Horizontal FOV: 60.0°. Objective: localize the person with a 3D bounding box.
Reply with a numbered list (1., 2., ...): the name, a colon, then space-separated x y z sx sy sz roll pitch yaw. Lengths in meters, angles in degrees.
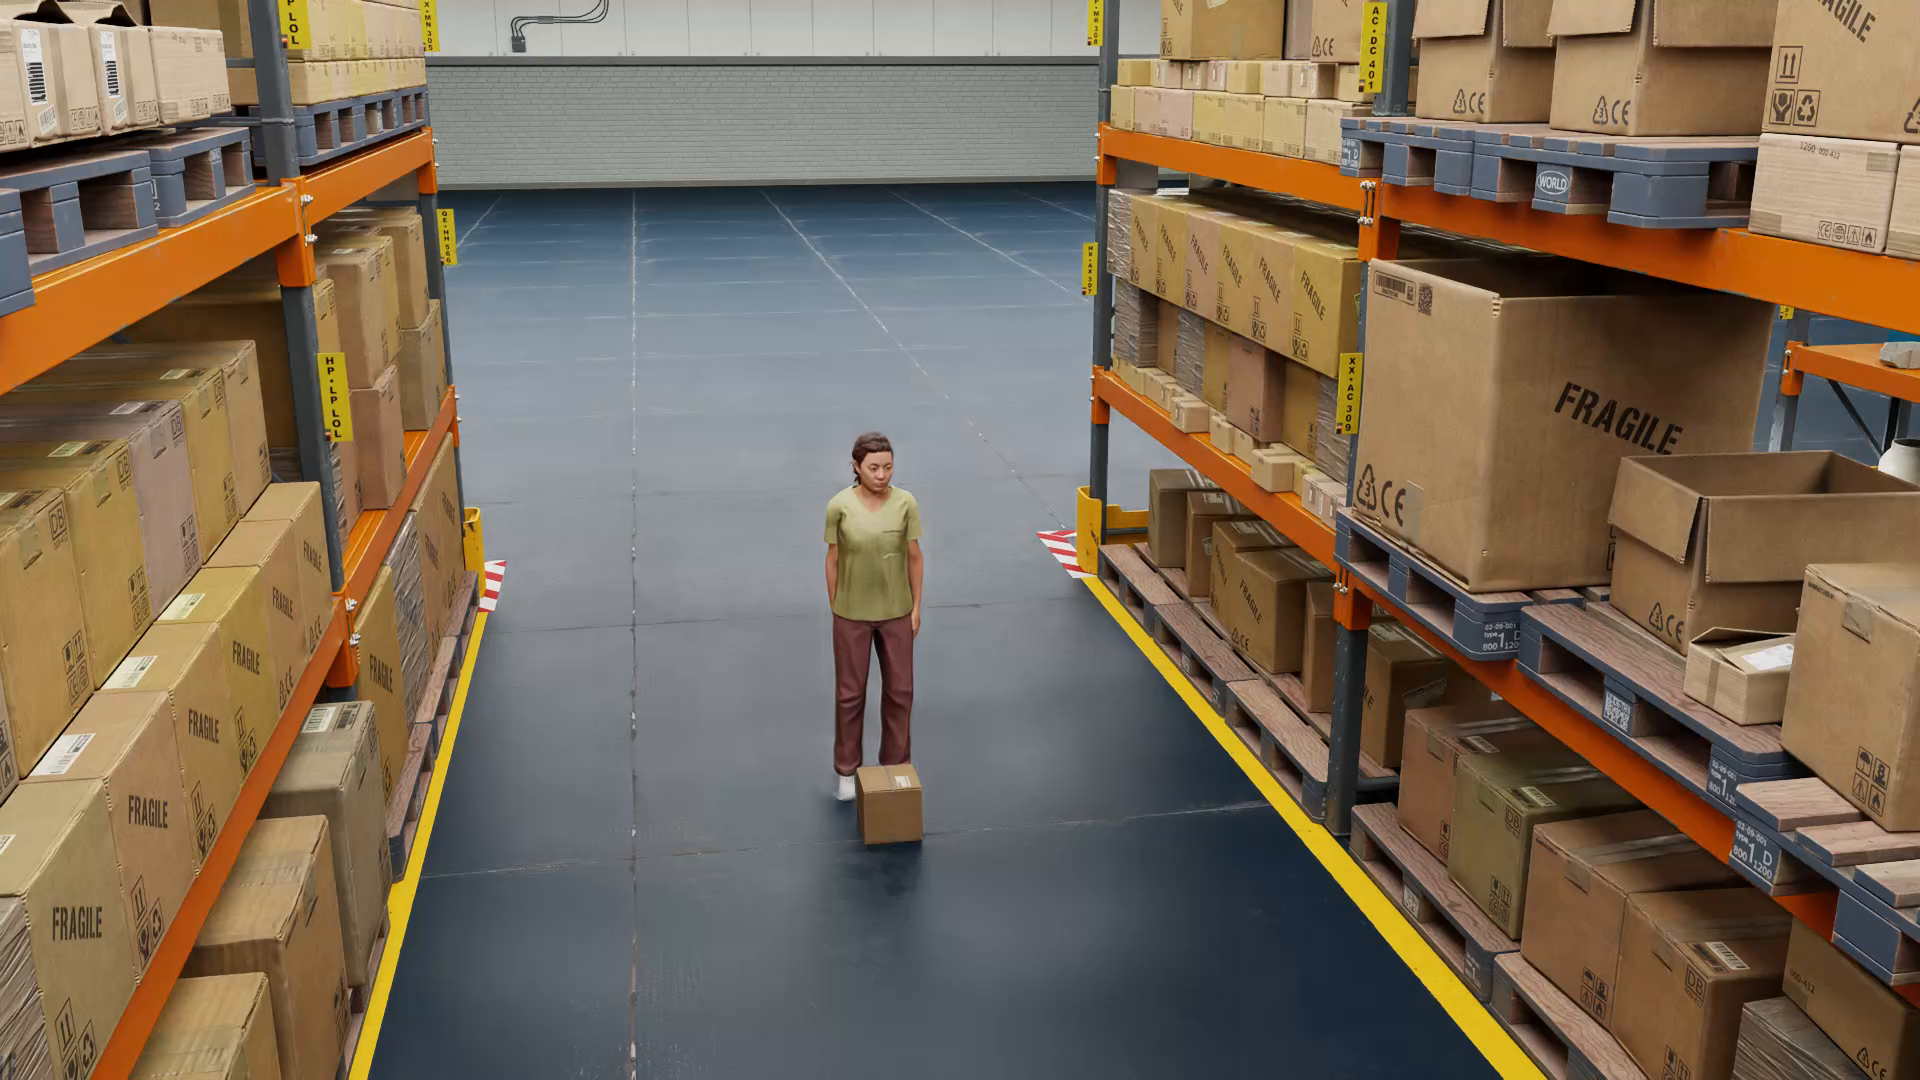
1. person: -0.378 0.330 7.445 0.443 1.680 0.362 -3 17 -9
